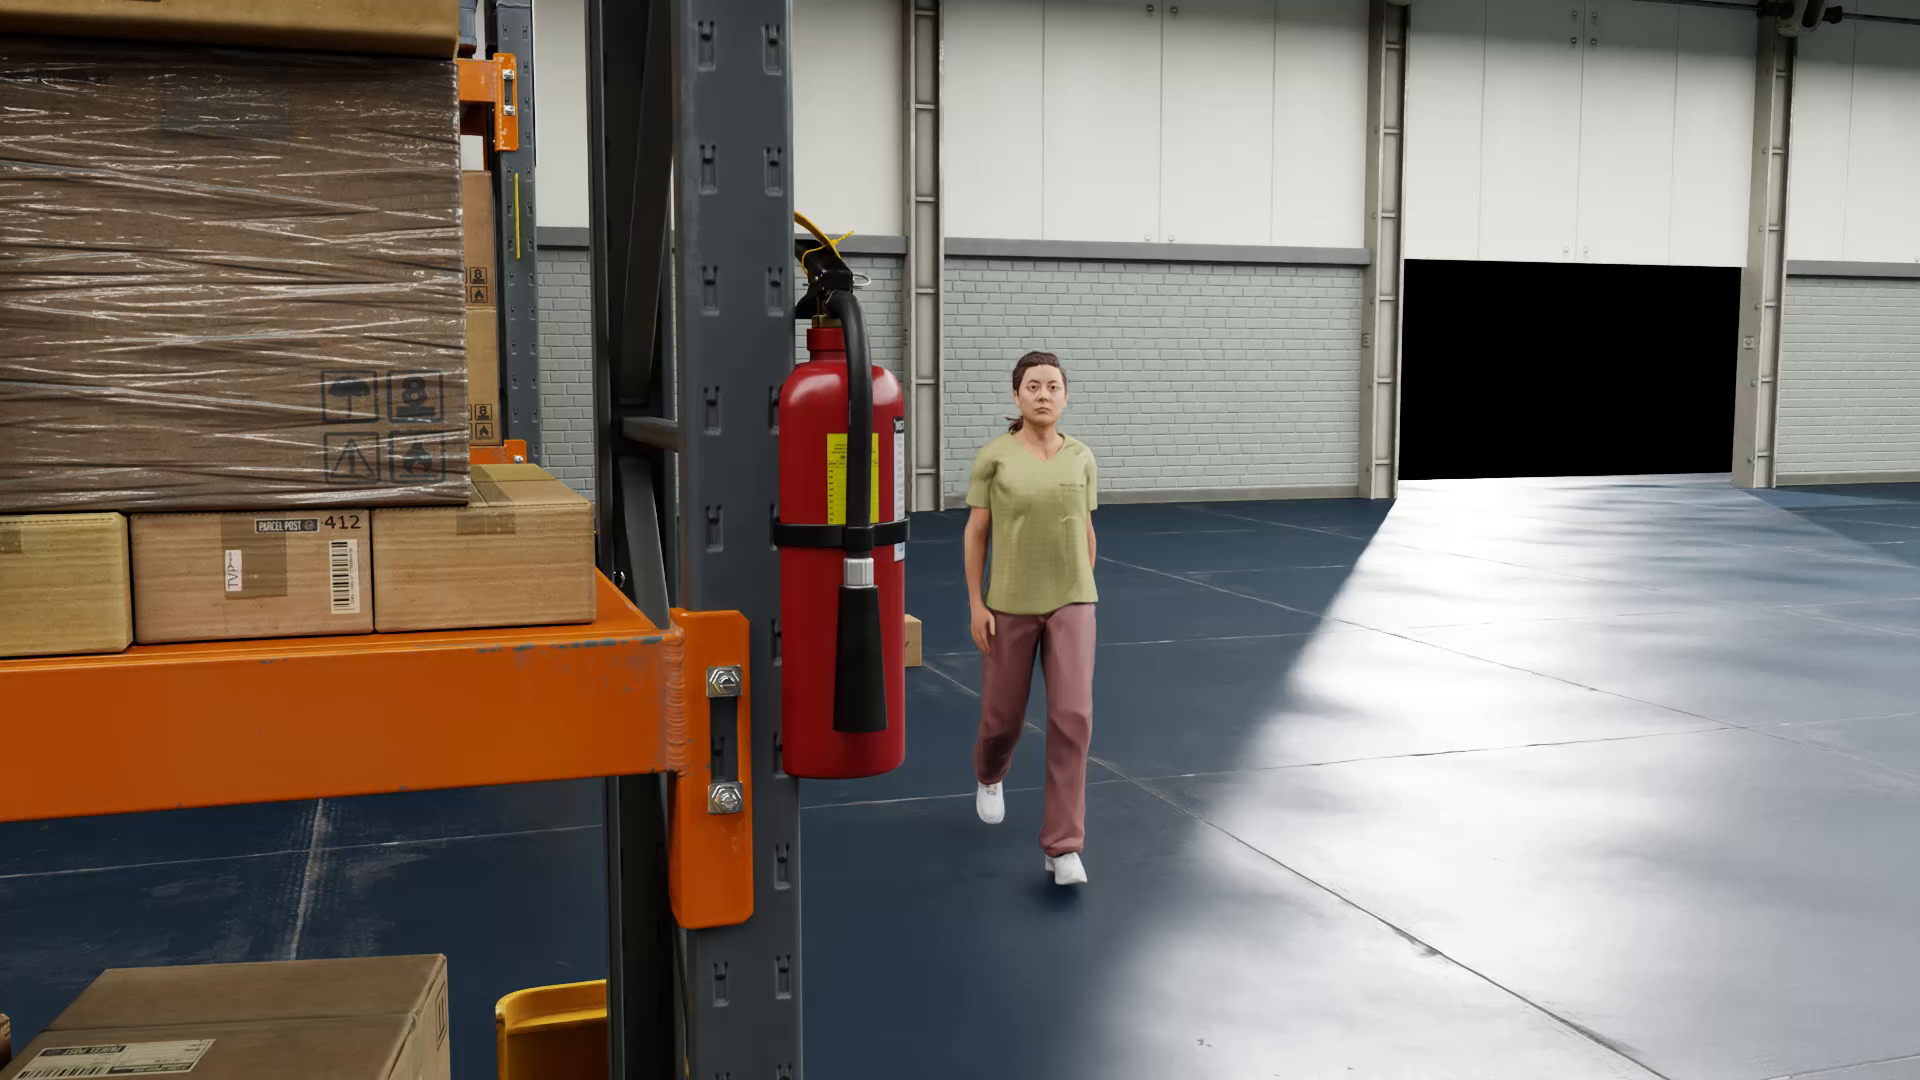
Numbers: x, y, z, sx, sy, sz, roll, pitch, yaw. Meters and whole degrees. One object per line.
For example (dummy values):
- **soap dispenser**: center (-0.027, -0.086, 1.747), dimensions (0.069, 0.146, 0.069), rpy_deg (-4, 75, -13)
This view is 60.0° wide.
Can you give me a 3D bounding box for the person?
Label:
- **person**: center (0.233, 0.216, 5.364), dimensions (0.447, 1.642, 0.830), rpy_deg (-1, 6, -7)
